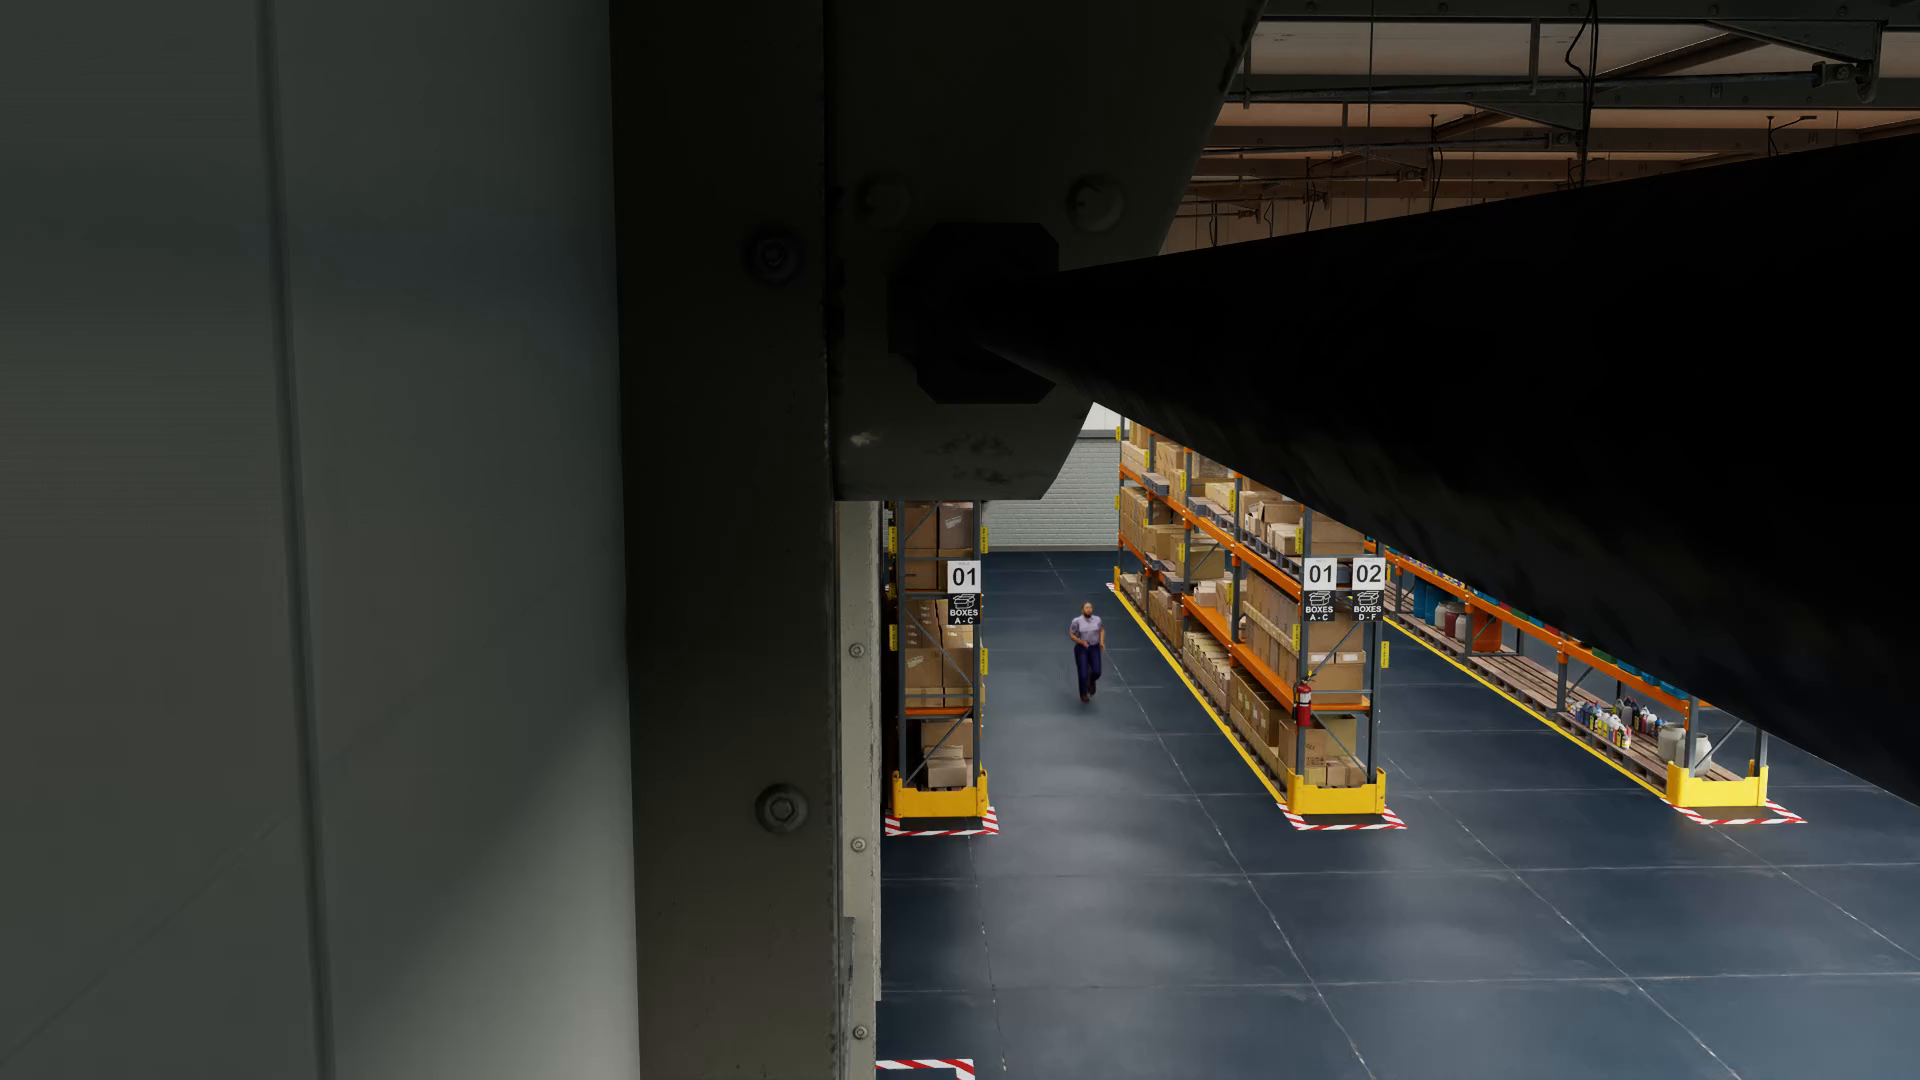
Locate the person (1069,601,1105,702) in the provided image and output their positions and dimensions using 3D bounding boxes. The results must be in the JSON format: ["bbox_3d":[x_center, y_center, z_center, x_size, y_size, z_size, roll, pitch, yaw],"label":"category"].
[{"bbox_3d":[2.033,1.769,26.286,0.600,1.608,0.538,-1,8,-8],"label":"person"}]
